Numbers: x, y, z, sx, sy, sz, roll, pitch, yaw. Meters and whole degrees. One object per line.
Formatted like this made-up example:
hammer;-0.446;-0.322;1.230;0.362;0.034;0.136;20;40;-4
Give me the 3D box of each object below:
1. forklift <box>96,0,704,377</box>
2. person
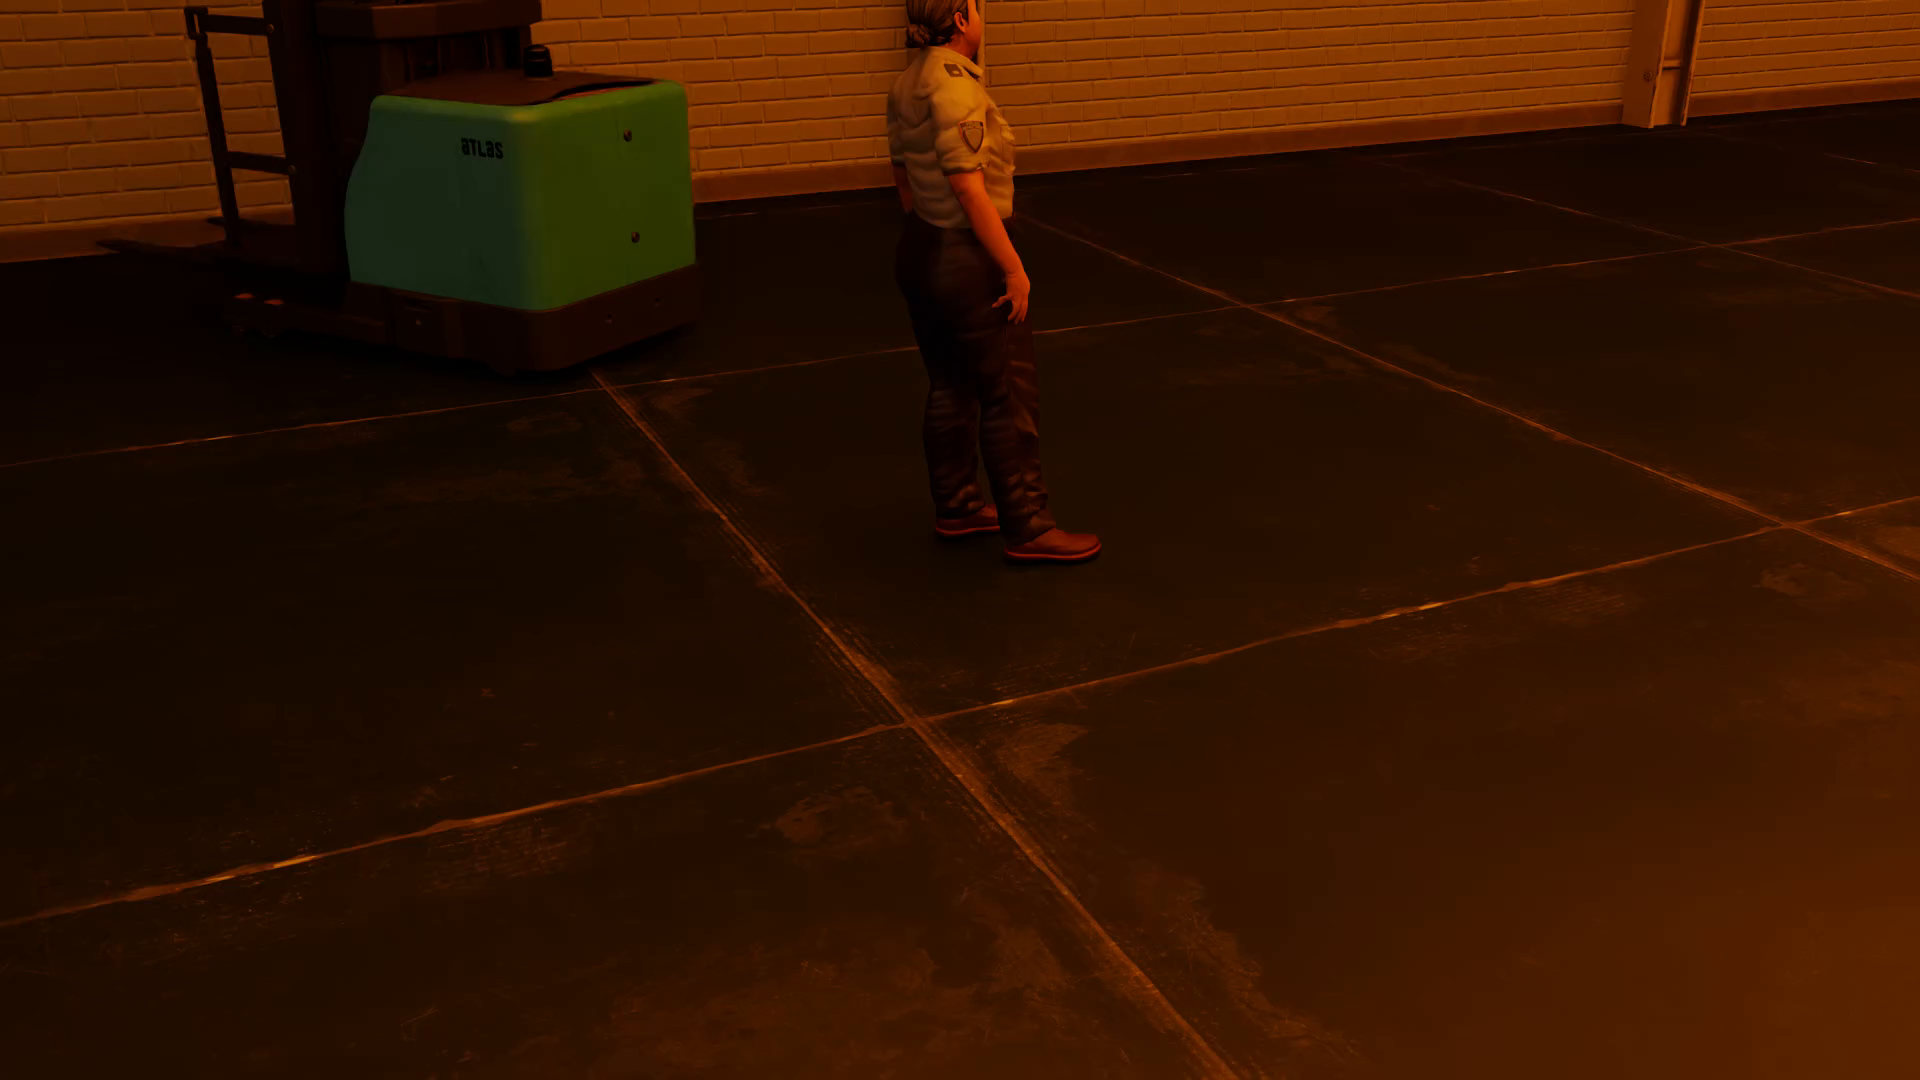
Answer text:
forklift;-2.656;-2.394;7.050;3.031;2.935;1.130;12;26;27
person;0.091;-0.774;4.804;0.502;1.651;0.598;-10;25;-23
